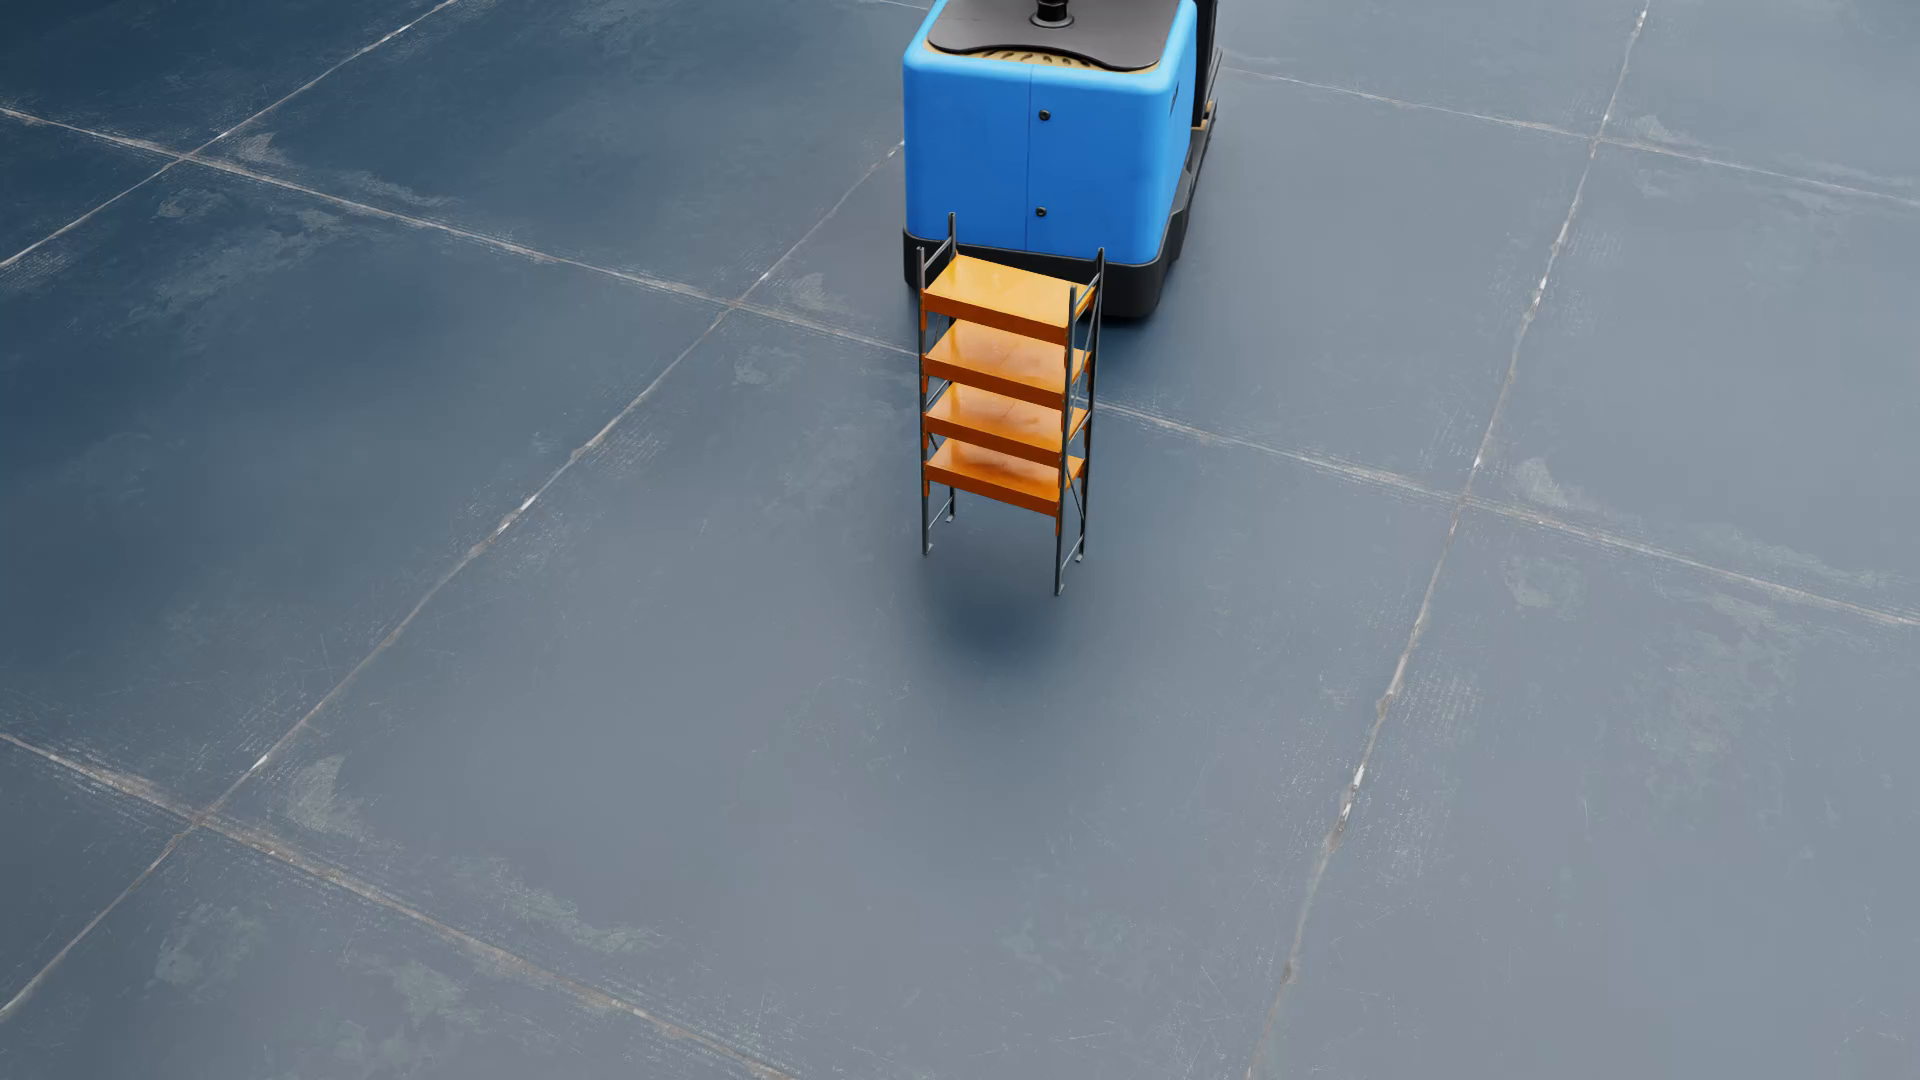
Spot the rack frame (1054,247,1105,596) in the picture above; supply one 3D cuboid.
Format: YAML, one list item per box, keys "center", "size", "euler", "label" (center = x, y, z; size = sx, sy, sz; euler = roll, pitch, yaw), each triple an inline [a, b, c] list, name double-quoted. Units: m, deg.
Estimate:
- center: [0.371, -0.340, 5.226]
  size: [0.015, 1.200, 0.240]
  euler: [17, 44, 19]
  label: "rack frame"

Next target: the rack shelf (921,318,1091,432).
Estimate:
- center: [0.150, -0.526, 5.202]
  size: [0.480, 0.148, 0.258]
  euler: [17, 44, 19]
  label: "rack shelf"

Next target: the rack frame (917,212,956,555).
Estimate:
- center: [-0.071, -0.475, 5.382]
  size: [0.015, 1.200, 0.240]
  euler: [17, 44, 19]
  label: "rack frame"

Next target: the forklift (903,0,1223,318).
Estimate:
- center: [0.614, -2.973, 6.943]
  size: [1.130, 2.935, 3.031]
  euler: [9, 42, 10]
  label: "forklift"

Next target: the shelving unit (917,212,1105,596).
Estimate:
- center: [0.150, -0.408, 5.304]
  size: [0.503, 1.200, 0.258]
  euler: [17, 44, 19]
  label: "shelving unit"

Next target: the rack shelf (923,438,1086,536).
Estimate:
- center: [0.150, -0.207, 5.478]
  size: [0.480, 0.148, 0.258]
  euler: [17, 44, 19]
  label: "rack shelf"

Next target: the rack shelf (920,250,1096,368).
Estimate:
- center: [0.150, -0.705, 5.047]
  size: [0.480, 0.148, 0.258]
  euler: [17, 44, 19]
  label: "rack shelf"

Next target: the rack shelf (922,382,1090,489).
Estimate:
- center: [0.150, -0.357, 5.348]
  size: [0.480, 0.148, 0.258]
  euler: [17, 44, 19]
  label: "rack shelf"
